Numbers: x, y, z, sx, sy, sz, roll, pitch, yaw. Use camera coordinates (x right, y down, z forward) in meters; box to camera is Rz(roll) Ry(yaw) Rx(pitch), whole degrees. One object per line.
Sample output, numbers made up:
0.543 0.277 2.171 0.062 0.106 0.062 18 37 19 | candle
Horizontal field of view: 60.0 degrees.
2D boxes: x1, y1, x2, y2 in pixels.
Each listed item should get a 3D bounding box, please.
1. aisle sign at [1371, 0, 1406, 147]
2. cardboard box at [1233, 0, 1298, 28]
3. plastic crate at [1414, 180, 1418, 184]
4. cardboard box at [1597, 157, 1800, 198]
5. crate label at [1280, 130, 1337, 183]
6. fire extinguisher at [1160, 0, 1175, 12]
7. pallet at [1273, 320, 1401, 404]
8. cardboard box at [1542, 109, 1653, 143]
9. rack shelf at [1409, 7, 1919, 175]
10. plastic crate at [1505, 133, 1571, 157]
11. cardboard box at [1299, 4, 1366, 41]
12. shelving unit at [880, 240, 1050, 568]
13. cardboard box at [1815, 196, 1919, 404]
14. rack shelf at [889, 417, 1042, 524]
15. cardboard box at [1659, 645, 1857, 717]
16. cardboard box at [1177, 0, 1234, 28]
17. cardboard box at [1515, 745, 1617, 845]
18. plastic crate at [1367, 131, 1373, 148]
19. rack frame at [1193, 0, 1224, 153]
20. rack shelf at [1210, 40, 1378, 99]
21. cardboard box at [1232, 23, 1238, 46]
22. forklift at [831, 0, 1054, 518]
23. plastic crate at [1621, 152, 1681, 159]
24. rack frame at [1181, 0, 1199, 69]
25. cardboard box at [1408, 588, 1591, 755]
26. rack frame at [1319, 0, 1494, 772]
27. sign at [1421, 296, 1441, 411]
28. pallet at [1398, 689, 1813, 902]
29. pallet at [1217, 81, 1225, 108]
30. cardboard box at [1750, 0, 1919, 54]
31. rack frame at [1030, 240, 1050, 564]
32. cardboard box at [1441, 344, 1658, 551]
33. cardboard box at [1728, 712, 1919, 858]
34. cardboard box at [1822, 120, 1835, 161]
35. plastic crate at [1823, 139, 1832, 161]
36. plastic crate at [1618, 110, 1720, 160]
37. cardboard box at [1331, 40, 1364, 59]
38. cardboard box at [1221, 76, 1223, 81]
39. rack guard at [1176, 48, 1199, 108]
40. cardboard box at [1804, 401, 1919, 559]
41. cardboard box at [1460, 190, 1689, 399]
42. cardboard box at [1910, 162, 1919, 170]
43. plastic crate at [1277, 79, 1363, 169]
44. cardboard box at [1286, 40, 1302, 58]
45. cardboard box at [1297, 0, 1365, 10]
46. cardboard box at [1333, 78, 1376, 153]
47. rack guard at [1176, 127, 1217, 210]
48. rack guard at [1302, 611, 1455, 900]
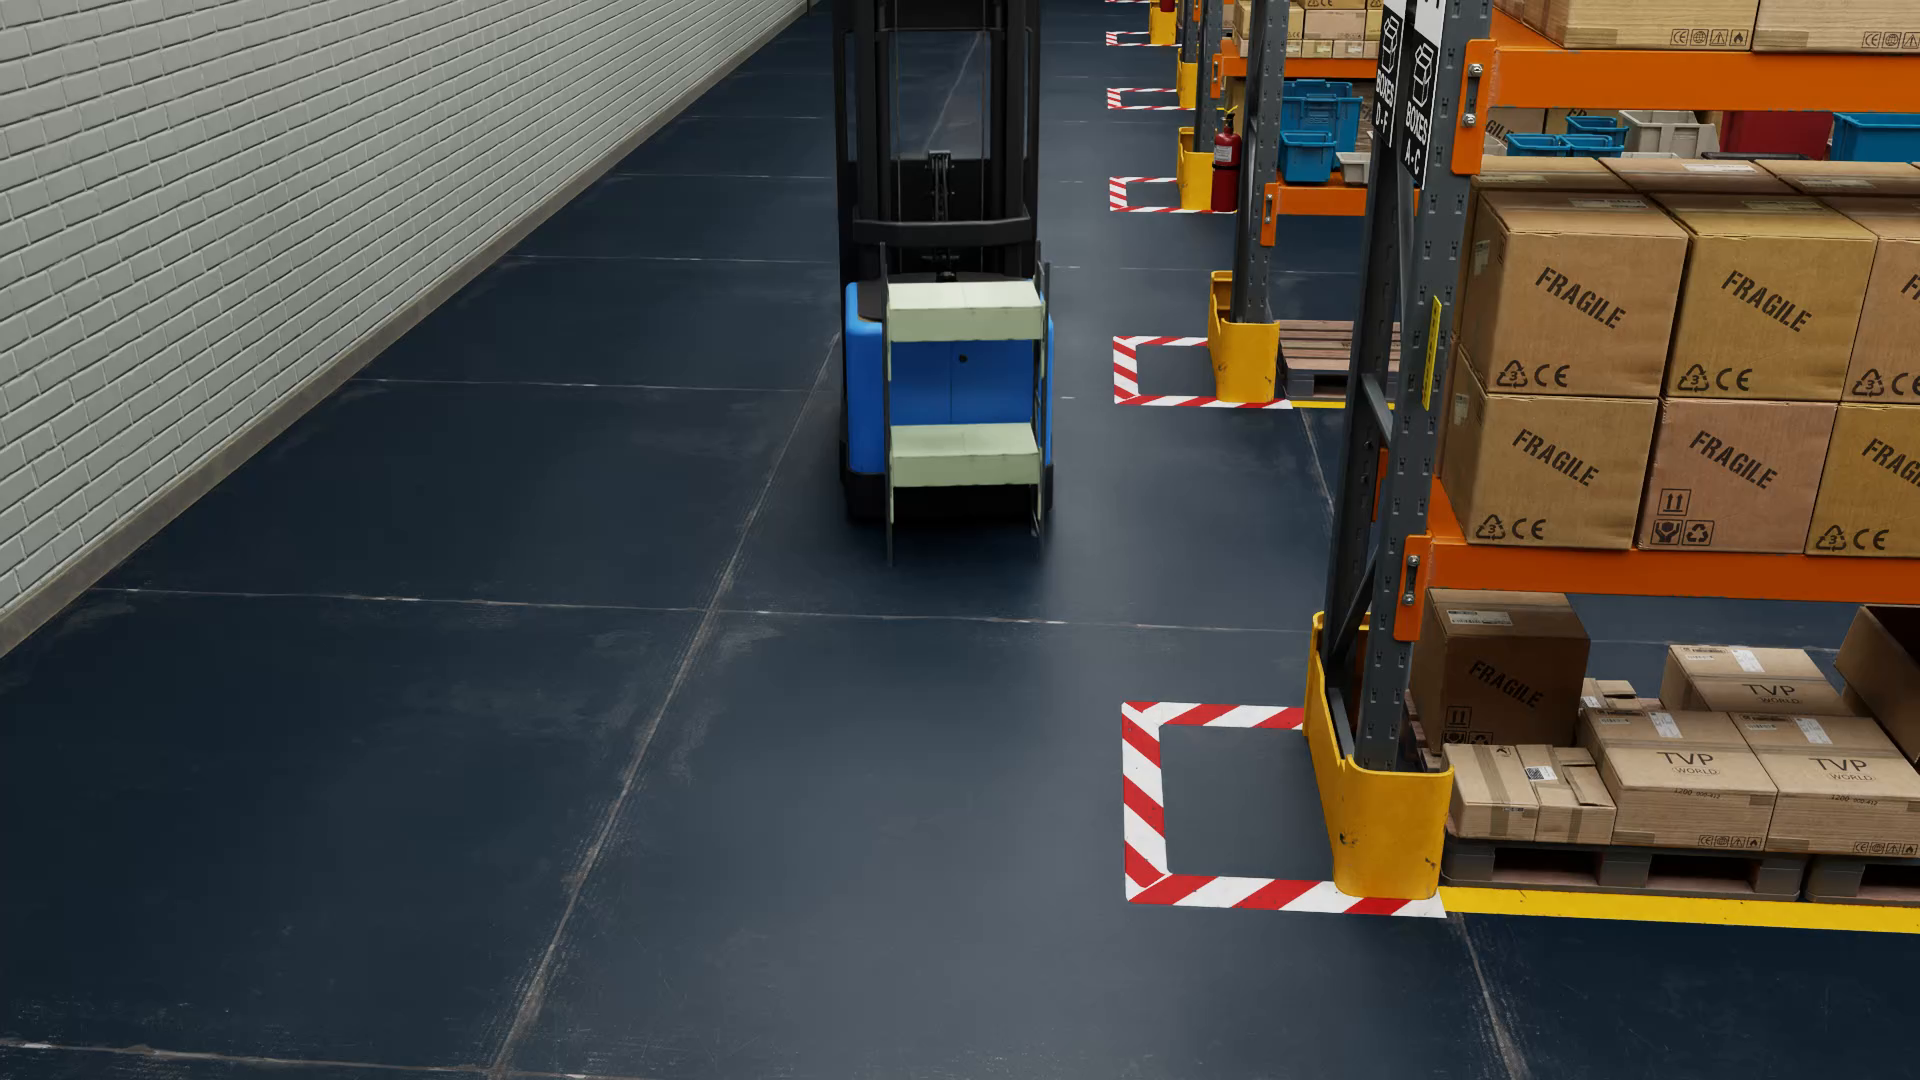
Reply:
1.388 -1.695 5.325 0.004 0.787 0.394 2 25 4 | aisle sign
2.699 -4.675 14.735 0.500 0.250 0.500 1 25 3 | cardboard box
2.693 -2.233 9.734 0.300 0.233 0.416 2 25 4 | plastic crate
2.402 -0.968 5.540 0.500 0.500 0.500 3 25 5 | cardboard box
2.037 -2.254 9.780 0.303 0.233 0.416 2 25 4 | crate label
2.460 -6.572 19.574 0.183 0.674 0.296 2 25 4 | fire extinguisher
2.635 -1.139 10.563 1.213 0.211 1.003 2 25 4 | pallet
5.531 -3.665 14.755 0.875 0.875 0.875 2 25 4 | cardboard box
3.427 -1.356 4.971 4.000 0.370 1.077 2 25 4 | rack shelf
3.350 -2.212 9.688 0.300 0.233 0.416 2 25 4 | plastic crate
3.172 -4.438 14.220 0.500 0.250 0.500 2 25 3 | cardboard box
0.016 -0.638 7.931 0.755 1.500 0.431 -2 25 -3 | shelving unit
2.876 -0.728 5.018 0.500 0.500 0.500 2 25 5 | cardboard box
0.016 -0.342 8.068 0.720 0.370 0.431 -2 25 -3 | rack shelf
2.939 0.623 6.161 0.500 0.250 0.500 2 25 4 | cardboard box
3.620 -7.690 24.028 0.875 0.438 0.875 1 25 2 | cardboard box
2.074 0.868 5.729 0.250 0.166 0.380 2 25 4 | cardboard box
2.643 -2.405 10.223 0.243 0.136 0.396 2 25 4 | plastic crate
2.195 -4.513 14.559 0.127 3.000 1.000 2 25 4 | rack frame
4.189 -4.122 14.570 4.000 0.370 1.077 2 25 4 | rack shelf
2.575 -4.524 14.885 0.250 0.149 0.380 2 25 5 | cardboard box
-0.138 -2.021 9.227 1.130 2.935 3.031 -2 25 -3 | forklift
4.045 -2.158 9.686 0.466 0.136 0.293 2 25 4 | plastic crate
2.676 -6.577 19.045 0.127 3.000 1.000 2 25 4 | rack frame
1.994 0.467 6.202 0.500 0.500 0.500 2 25 4 | cardboard box
1.433 -0.384 5.586 0.127 3.000 1.000 2 25 4 | rack frame
1.392 -0.551 4.914 0.005 0.325 0.100 2 25 4 | sign
2.304 0.911 6.109 1.213 0.211 1.003 2 25 4 | pallet
3.559 -5.267 19.534 1.213 0.211 1.003 2 25 4 | pallet
2.423 -1.535 4.678 0.500 0.250 0.500 2 25 4 | cardboard box
0.381 -0.647 7.953 0.023 1.500 0.400 -2 25 -3 | rack frame
1.855 -0.305 5.296 0.500 0.500 0.500 2 25 5 | cardboard box
2.951 0.833 5.705 0.500 0.250 0.500 2 25 4 | cardboard box
7.714 -3.570 14.549 0.875 0.875 1.225 1 25 2 | cardboard box
5.351 -2.302 9.999 0.243 0.136 0.396 2 25 4 | plastic crate
4.296 -2.419 10.080 0.530 0.282 0.437 2 25 4 | plastic crate
3.295 -4.226 14.237 0.250 0.149 0.380 1 25 3 | cardboard box
3.216 -5.542 19.705 0.250 0.149 0.380 2 25 5 | cardboard box
2.751 -5.439 19.562 0.348 0.500 1.175 2 25 4 | rack guard
2.870 -0.274 5.227 0.500 0.500 0.500 2 25 4 | cardboard box
1.855 -0.759 5.087 0.500 0.500 0.500 3 25 6 | cardboard box
3.431 -0.937 5.473 0.500 0.500 0.500 3 25 6 | cardboard box
2.164 -2.559 10.199 0.499 0.435 0.616 2 25 4 | plastic crate
2.780 -4.242 14.271 0.250 0.149 0.380 1 25 3 | cardboard box
3.152 -4.776 14.059 0.500 0.500 0.500 1 25 3 | cardboard box
3.747 -3.722 14.880 0.875 0.875 0.875 2 25 4 | cardboard box
2.171 -3.378 15.083 0.348 0.500 1.175 2 25 4 | rack guard
1.509 0.754 6.104 0.348 0.500 1.175 2 25 4 | rack guard
